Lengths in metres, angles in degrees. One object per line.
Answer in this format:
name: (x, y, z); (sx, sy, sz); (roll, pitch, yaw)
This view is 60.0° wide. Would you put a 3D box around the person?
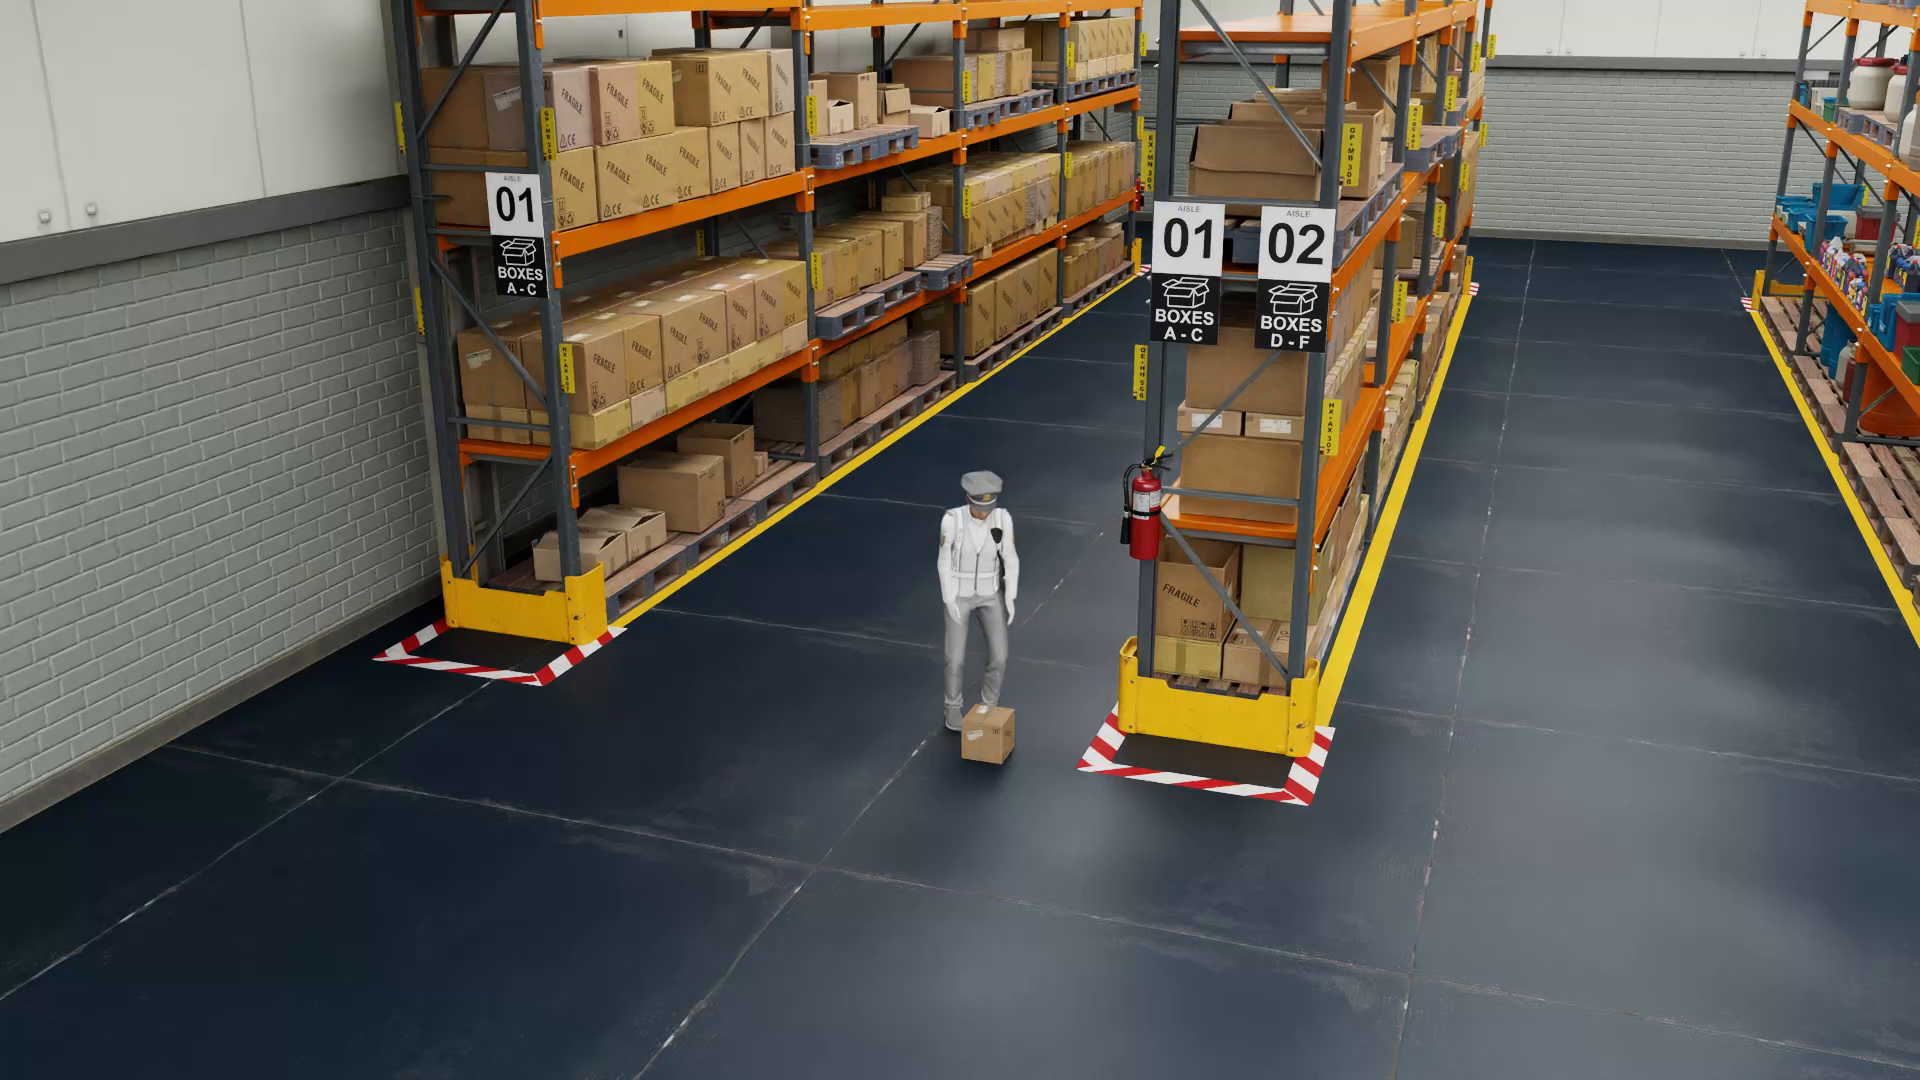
person: (0.113, 0.364, 10.071); (0.500, 1.626, 0.446); (-3, 19, -8)
